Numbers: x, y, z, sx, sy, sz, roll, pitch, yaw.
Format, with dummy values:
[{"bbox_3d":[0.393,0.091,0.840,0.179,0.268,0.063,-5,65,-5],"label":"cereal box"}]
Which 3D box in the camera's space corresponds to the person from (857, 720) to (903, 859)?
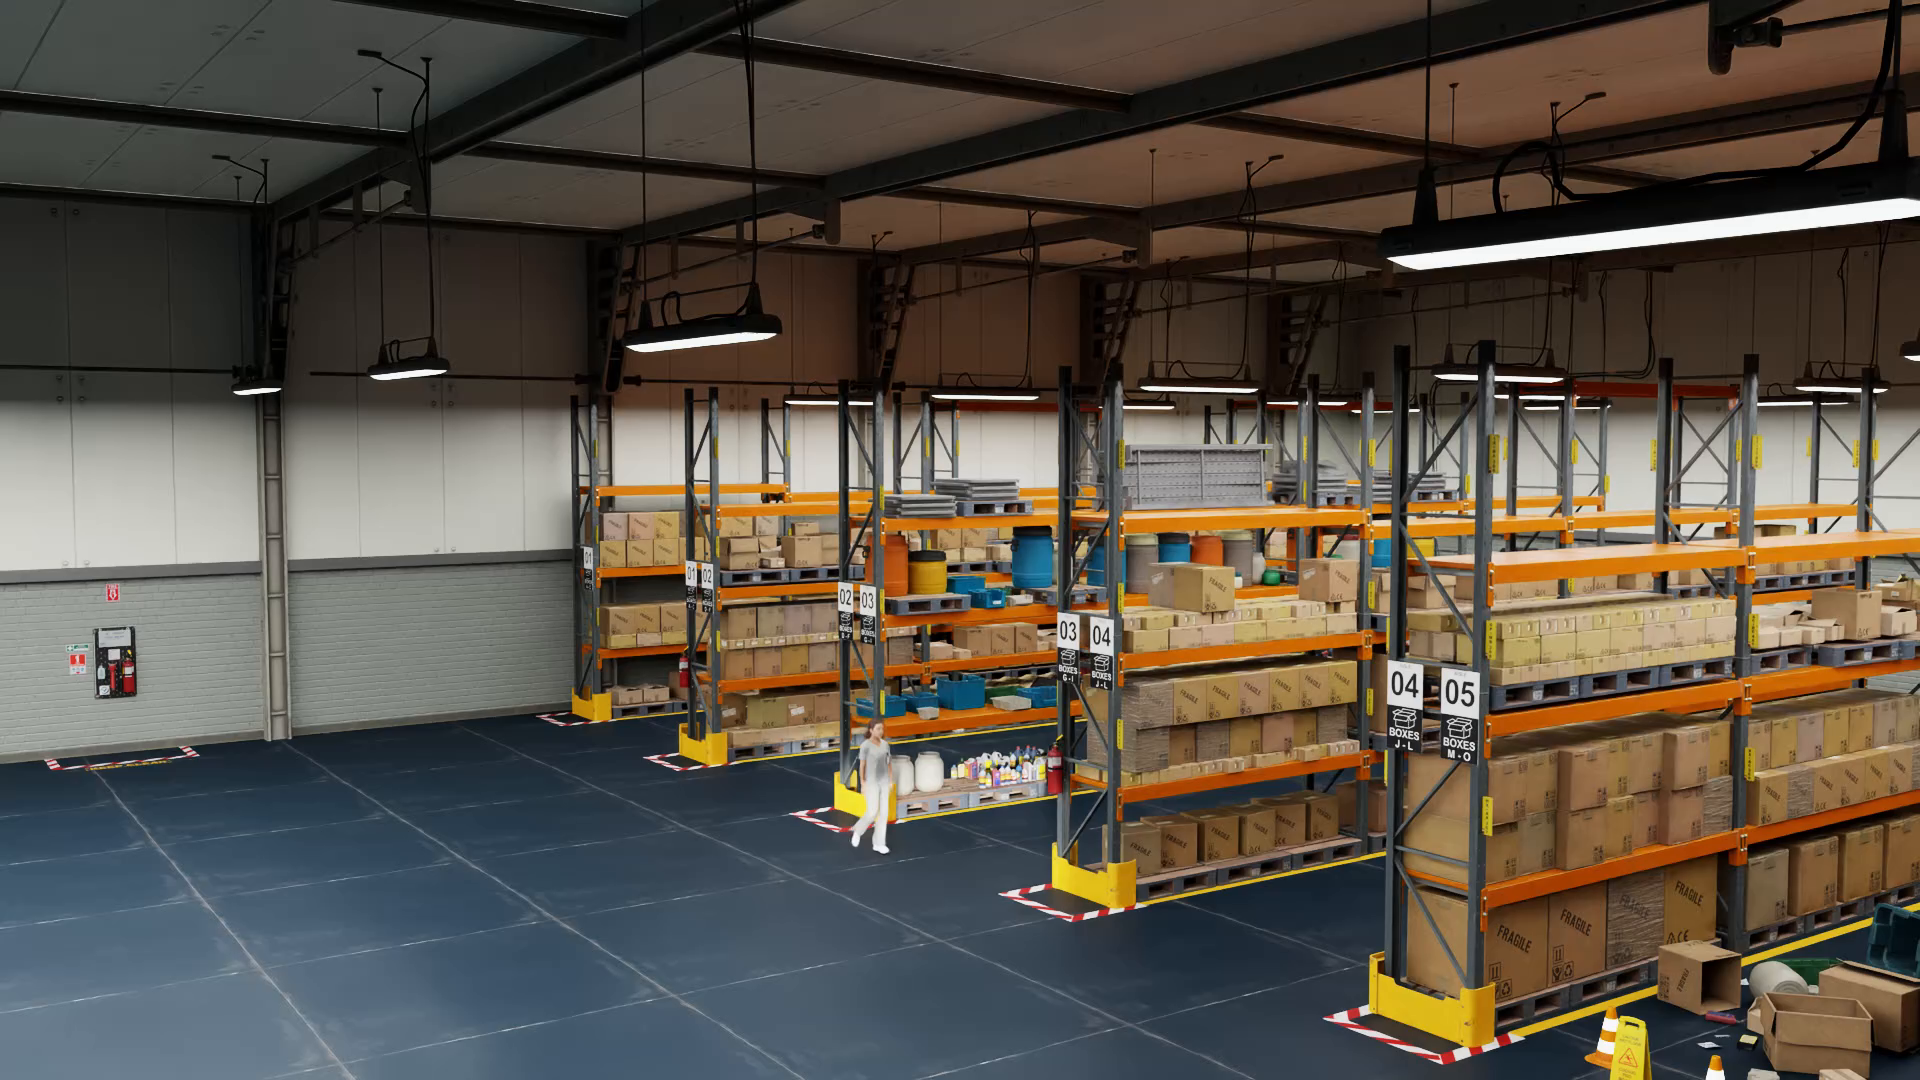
[{"bbox_3d":[-0.939,3.139,20.765,0.669,1.632,0.461,1,4,23],"label":"person"}]
